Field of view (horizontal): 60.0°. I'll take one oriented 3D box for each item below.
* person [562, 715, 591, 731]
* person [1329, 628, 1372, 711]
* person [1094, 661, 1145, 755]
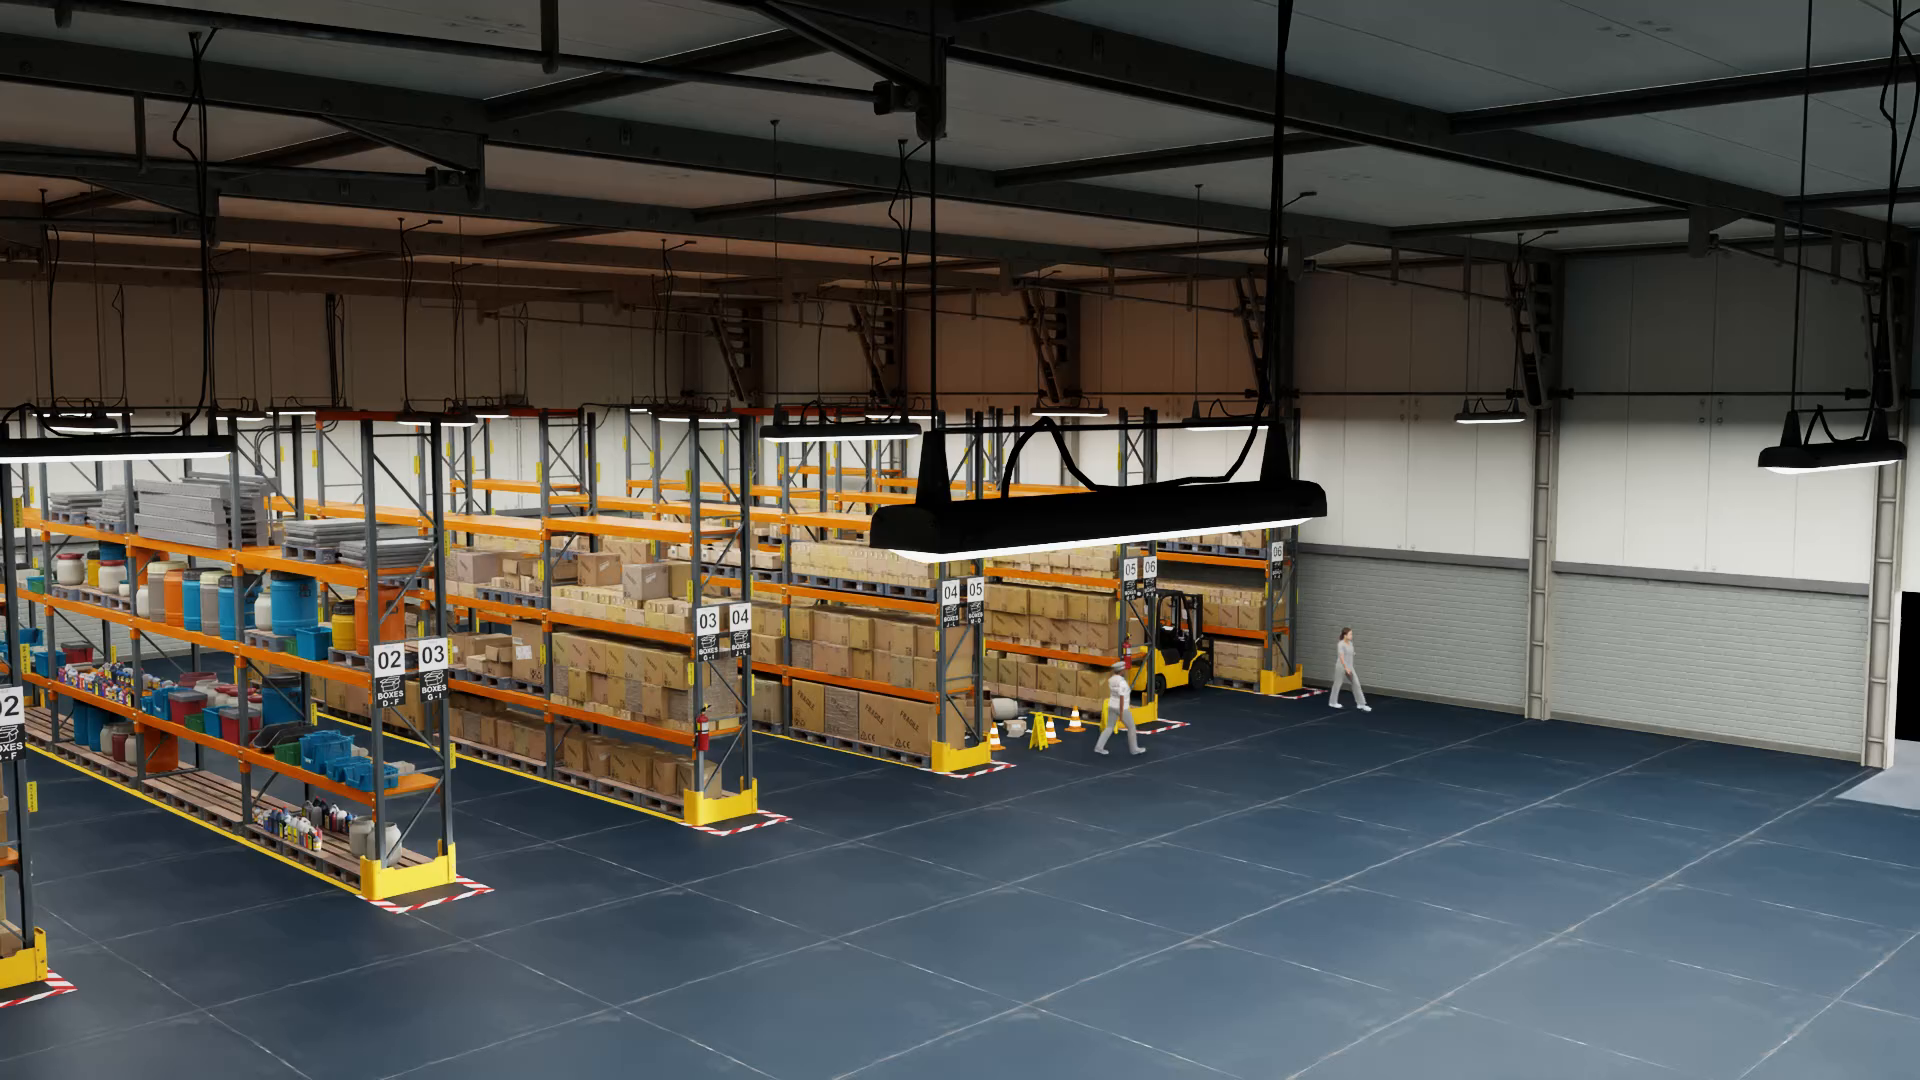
[{"bbox_3d":[-7.207,2.707,31.250,1.058,1.648,0.612,4,6,35],"label":"person"},{"bbox_3d":[7.737,2.560,33.106,0.459,1.633,0.905,-3,6,-34],"label":"person"},{"bbox_3d":[2.789,2.947,29.060,0.889,1.639,0.474,-4,6,-39],"label":"person"}]
